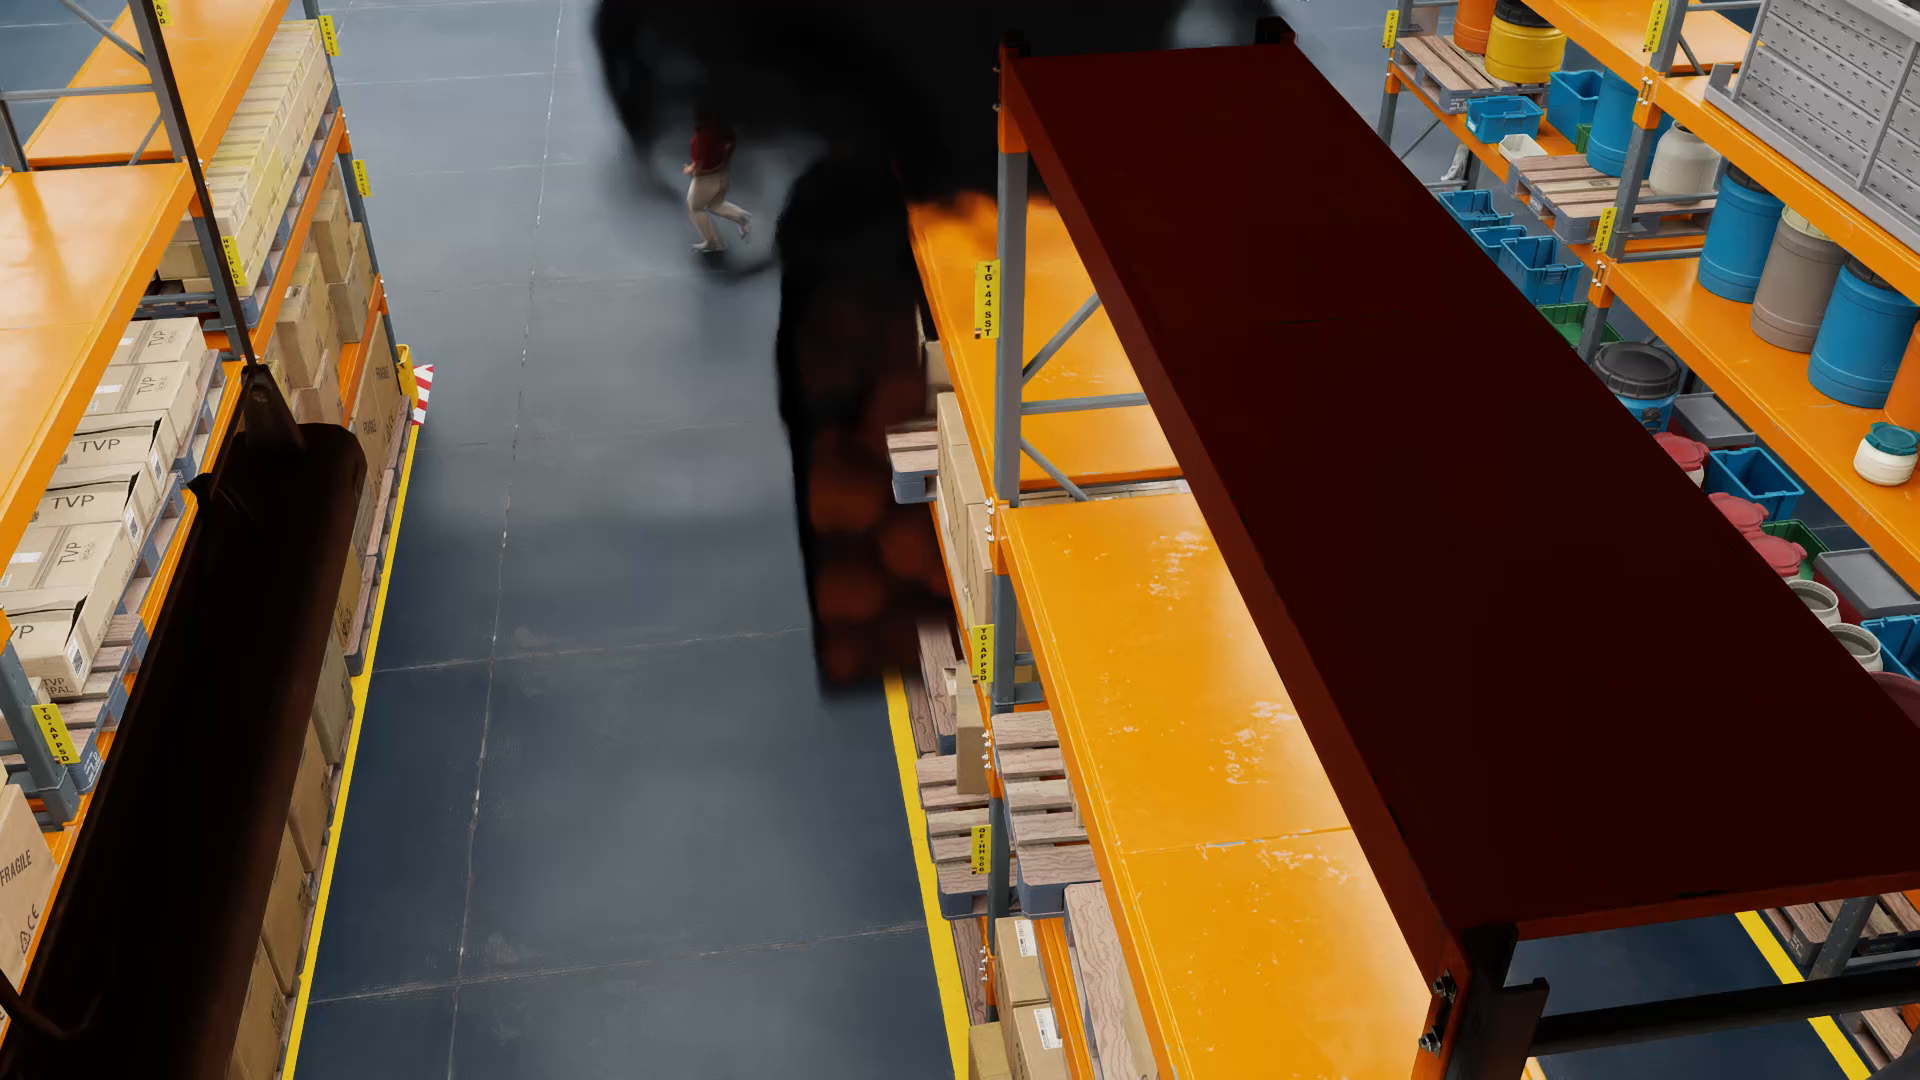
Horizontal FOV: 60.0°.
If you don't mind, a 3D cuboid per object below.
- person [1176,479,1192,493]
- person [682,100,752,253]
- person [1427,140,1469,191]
[{"bbox_3d":[1.473,-0.221,11.755,0.647,1.844,0.909,-7,37,-10],"label":"person"},{"bbox_3d":[-2.528,-3.709,17.112,0.659,1.682,0.683,19,40,24],"label":"person"},{"bbox_3d":[5.840,-4.574,18.216,1.142,1.775,0.650,8,37,11],"label":"person"}]
